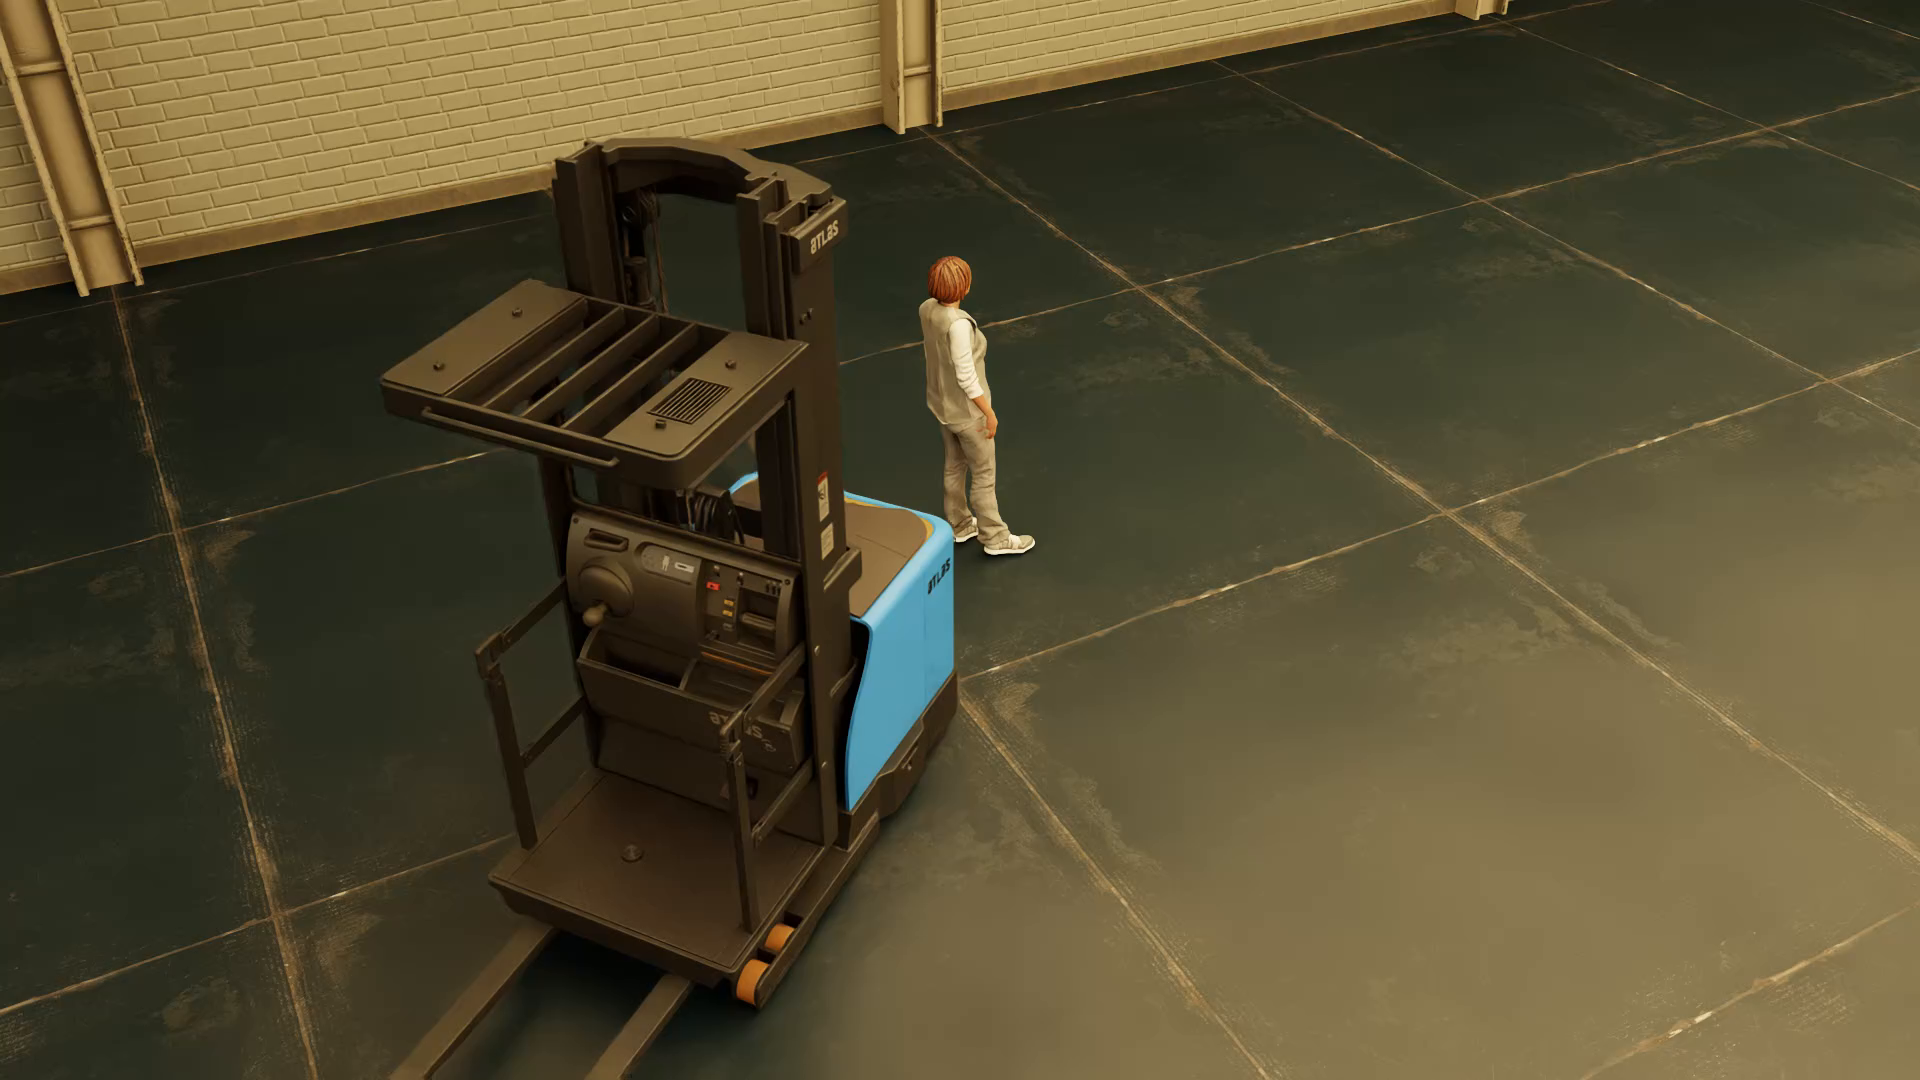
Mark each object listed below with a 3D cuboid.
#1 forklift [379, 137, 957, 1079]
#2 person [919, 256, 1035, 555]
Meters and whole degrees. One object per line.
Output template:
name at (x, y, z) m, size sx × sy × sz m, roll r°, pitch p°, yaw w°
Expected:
forklift at (-1.093, 0.248, 5.772) m, size 1.130 × 2.935 × 3.031 m, roll 15°, pitch 38°, yaw 20°
person at (0.072, -0.671, 8.216) m, size 0.473 × 1.599 × 0.521 m, roll -17°, pitch 39°, yaw -23°
